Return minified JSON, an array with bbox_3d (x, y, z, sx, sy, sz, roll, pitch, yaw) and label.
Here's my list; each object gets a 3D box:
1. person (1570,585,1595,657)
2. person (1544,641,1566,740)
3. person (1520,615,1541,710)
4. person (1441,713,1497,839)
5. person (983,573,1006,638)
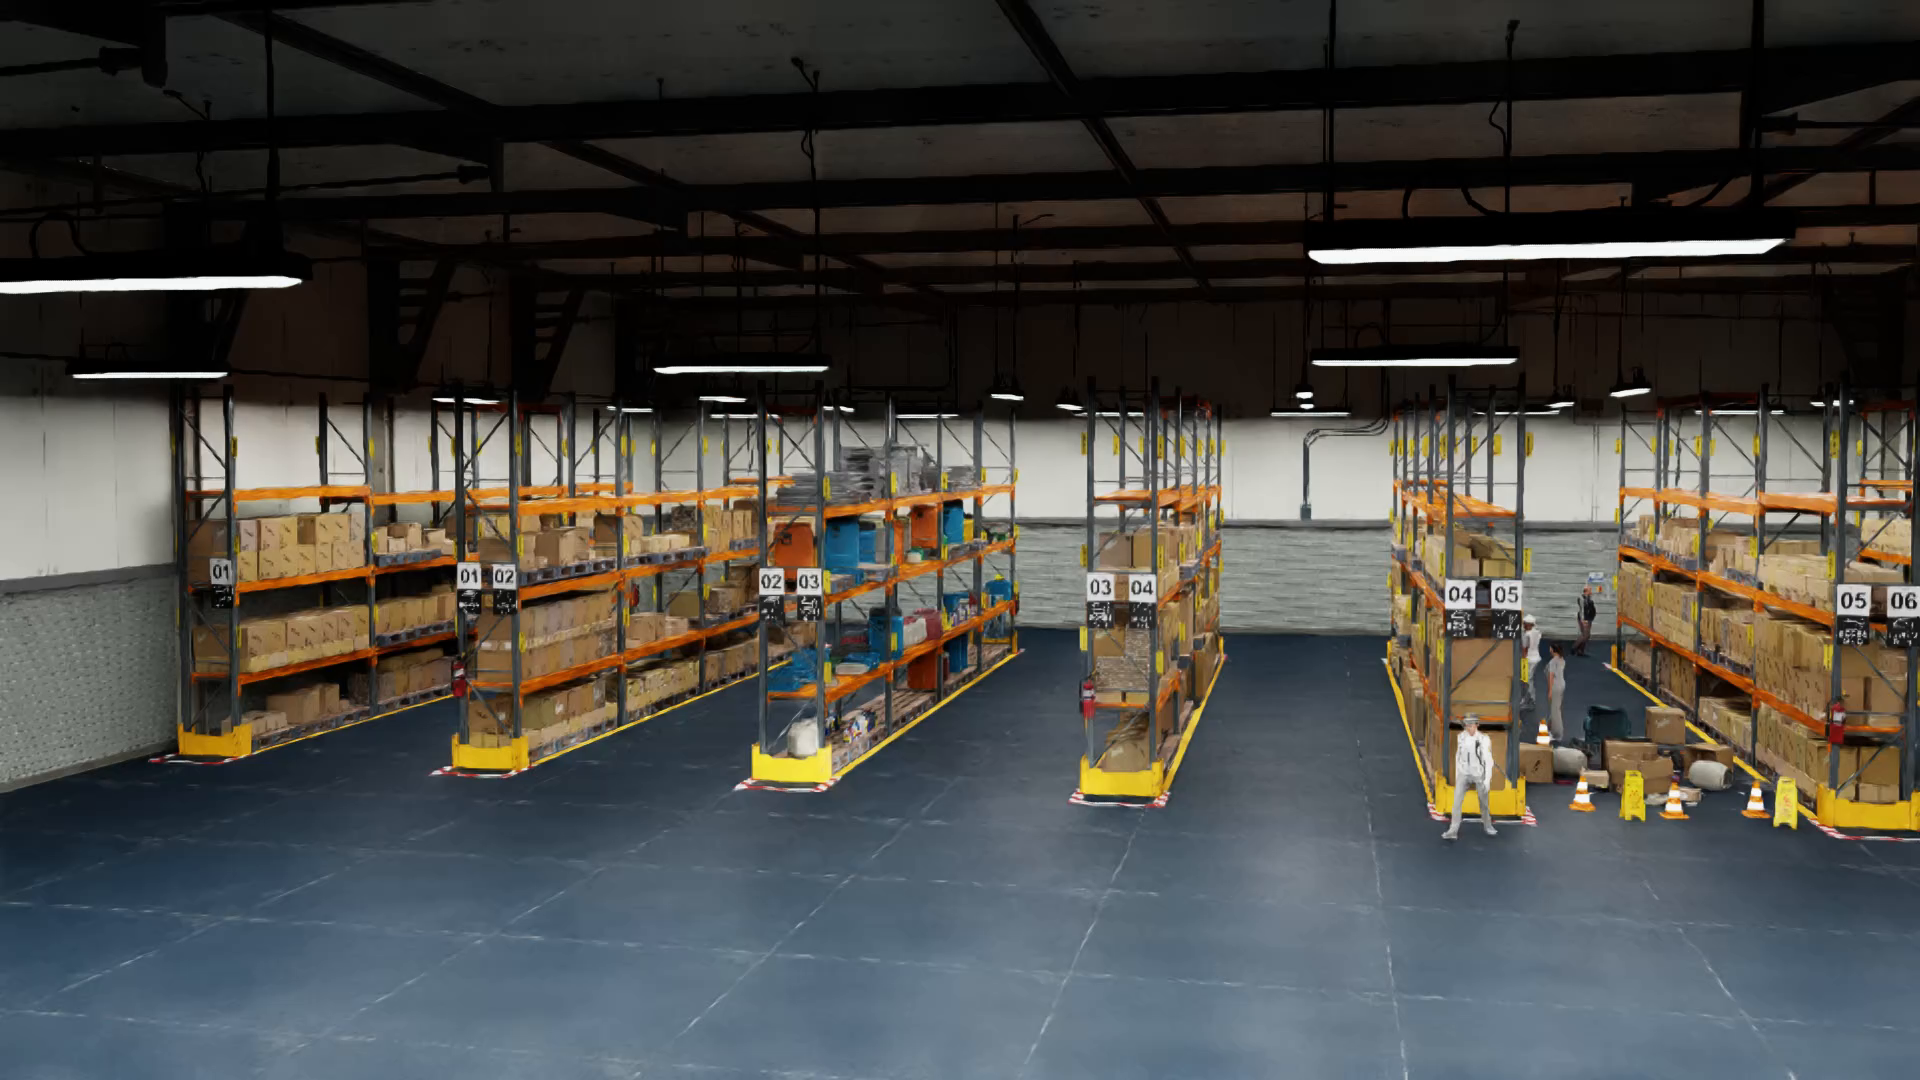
[{"bbox_3d":[14.809,1.922,39.552,0.469,1.713,0.695,3,4,41],"label":"person"},{"bbox_3d":[10.138,2.560,28.452,0.477,1.675,0.487,3,4,43],"label":"person"},{"bbox_3d":[10.797,2.319,31.726,0.493,1.785,0.616,3,4,42],"label":"person"},{"bbox_3d":[6.549,2.995,21.250,0.525,1.622,0.929,2,4,36],"label":"person"},{"bbox_3d":[0.864,1.737,42.680,0.723,1.762,0.474,-2,4,-32],"label":"person"}]
